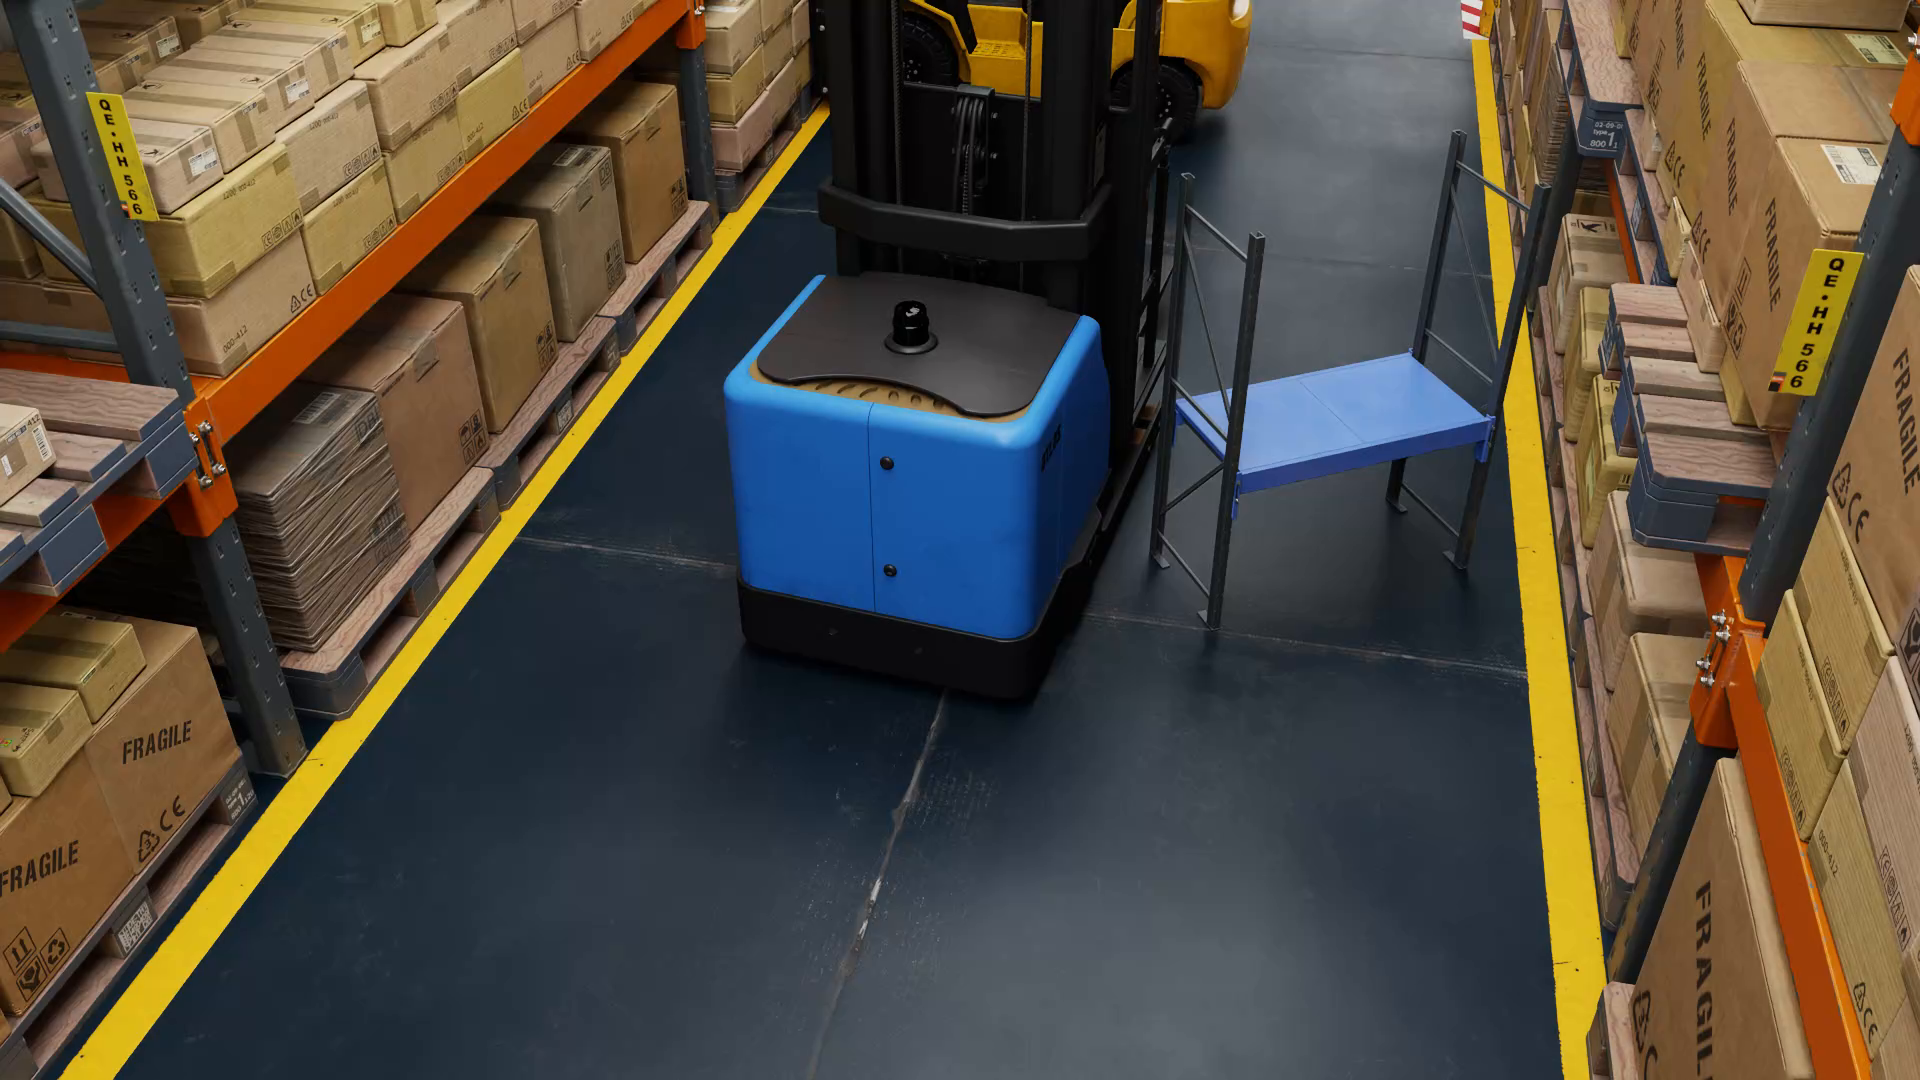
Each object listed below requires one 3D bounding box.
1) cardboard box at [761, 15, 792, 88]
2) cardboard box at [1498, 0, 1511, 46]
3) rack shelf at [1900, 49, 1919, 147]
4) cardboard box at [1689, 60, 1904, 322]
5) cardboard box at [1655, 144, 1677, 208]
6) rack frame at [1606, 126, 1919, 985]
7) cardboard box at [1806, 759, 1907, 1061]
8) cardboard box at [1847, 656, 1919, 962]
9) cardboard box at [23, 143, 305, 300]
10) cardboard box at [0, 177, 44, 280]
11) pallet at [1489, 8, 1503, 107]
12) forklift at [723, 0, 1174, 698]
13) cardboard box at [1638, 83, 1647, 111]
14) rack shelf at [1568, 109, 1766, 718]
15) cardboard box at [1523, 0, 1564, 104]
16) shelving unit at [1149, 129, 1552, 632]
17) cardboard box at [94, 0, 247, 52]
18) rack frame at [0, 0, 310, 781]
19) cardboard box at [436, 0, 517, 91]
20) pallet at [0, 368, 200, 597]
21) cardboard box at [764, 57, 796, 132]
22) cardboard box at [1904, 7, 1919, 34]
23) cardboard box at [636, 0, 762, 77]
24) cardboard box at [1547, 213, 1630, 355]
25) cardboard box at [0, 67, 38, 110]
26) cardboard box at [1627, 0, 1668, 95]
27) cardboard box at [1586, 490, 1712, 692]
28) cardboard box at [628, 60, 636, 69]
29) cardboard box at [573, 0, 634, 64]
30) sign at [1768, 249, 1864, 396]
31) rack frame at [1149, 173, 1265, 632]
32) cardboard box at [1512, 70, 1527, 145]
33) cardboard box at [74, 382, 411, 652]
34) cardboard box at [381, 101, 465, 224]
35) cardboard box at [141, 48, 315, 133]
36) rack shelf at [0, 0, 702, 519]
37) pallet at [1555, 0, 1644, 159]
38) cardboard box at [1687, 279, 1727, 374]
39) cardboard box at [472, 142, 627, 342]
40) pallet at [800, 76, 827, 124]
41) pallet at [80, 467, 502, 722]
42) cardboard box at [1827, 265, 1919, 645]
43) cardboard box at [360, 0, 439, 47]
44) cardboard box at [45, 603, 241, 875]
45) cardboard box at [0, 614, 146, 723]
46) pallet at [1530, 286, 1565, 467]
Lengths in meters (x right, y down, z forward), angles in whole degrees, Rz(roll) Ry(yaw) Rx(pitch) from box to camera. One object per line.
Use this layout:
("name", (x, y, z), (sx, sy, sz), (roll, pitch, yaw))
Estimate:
("cardboard box", (-1.213, -2.638, 8.893), (0.500, 0.250, 0.500), (7, 37, 10))
("cardboard box", (3.538, -3.154, 10.030), (0.500, 0.250, 0.500), (7, 37, 10))
("rack shelf", (1.844, 0.285, 1.358), (1.077, 0.370, 4.000), (7, 37, 10))
("cardboard box", (2.197, -0.863, 4.188), (0.500, 0.500, 0.500), (7, 36, 9))
("cardboard box", (2.365, -1.122, 5.099), (0.380, 0.149, 0.250), (6, 36, 8))
("rack frame", (2.272, 0.062, 3.609), (1.000, 3.000, 0.127), (7, 37, 10))
("cardboard box", (1.829, 0.668, 2.900), (0.500, 0.250, 0.500), (6, 36, 9))
("cardboard box", (1.811, 0.476, 2.739), (0.500, 0.250, 0.500), (8, 37, 11))
("cardboard box", (-2.220, -0.921, 4.666), (0.500, 0.250, 0.500), (7, 37, 10))
("cardboard box", (-2.754, -0.992, 4.765), (0.500, 0.250, 0.500), (8, 37, 11))
("pallet", (3.756, -2.891, 10.059), (1.003, 0.211, 1.213), (7, 37, 10))
("forklift", (0.196, -1.535, 5.871), (1.130, 2.935, 3.031), (11, 37, 15))
("cardboard box", (2.556, -1.566, 5.711), (0.380, 0.149, 0.250), (8, 37, 11))
("rack shelf", (2.699, -0.794, 5.402), (1.077, 0.370, 4.000), (7, 37, 10))
("cardboard box", (3.205, -2.549, 8.557), (0.500, 0.500, 0.500), (9, 37, 12))
("shelving unit", (1.282, -0.531, 5.705), (1.048, 1.500, 0.538), (-12, 38, -17))
("cardboard box", (-2.529, -1.668, 5.357), (0.380, 0.149, 0.250), (7, 37, 10))
("rack frame", (-2.578, -0.558, 4.464), (1.000, 3.000, 0.127), (7, 37, 10))
("cardboard box", (-1.923, -1.805, 5.886), (0.500, 0.250, 0.500), (8, 37, 11))
("pallet", (-2.655, -0.083, 3.972), (1.213, 0.211, 1.003), (7, 37, 10))
("cardboard box", (-1.204, -2.437, 9.042), (0.500, 0.250, 0.500), (7, 36, 9))
("cardboard box", (2.805, -1.103, 4.520), (0.500, 0.500, 0.500), (8, 37, 11))
("cardboard box", (-1.314, -2.551, 8.347), (0.500, 0.250, 0.500), (7, 36, 9))
("cardboard box", (3.016, -1.037, 7.006), (0.950, 0.372, 0.625), (8, 37, 11))
("cardboard box", (-2.760, -1.237, 4.763), (0.380, 0.149, 0.250), (8, 37, 11))
("cardboard box", (2.520, -1.761, 5.427), (0.500, 0.500, 0.500), (7, 37, 10))
("cardboard box", (2.552, 0.209, 5.287), (0.950, 0.372, 0.625), (7, 36, 9))
("cardboard box", (-1.808, -2.620, 8.441), (0.500, 0.250, 0.500), (8, 37, 11))
("cardboard box", (-1.678, -2.180, 6.830), (0.500, 0.250, 0.500), (7, 37, 10))
("sign", (1.739, -0.438, 3.379), (0.100, 0.325, 0.005), (7, 37, 10))
("rack frame", (0.806, -0.426, 5.560), (0.032, 1.500, 0.500), (-12, 38, -17))
("cardboard box", (3.207, -2.258, 8.795), (0.500, 0.250, 0.500), (8, 37, 11))
("cardboard box", (-2.432, -0.123, 5.529), (0.875, 0.625, 0.625), (8, 37, 11))
("cardboard box", (-2.029, -1.305, 5.623), (0.500, 0.250, 0.500), (6, 36, 8))
("cardboard box", (-2.137, -1.311, 4.865), (0.380, 0.149, 0.250), (8, 37, 11))
("rack shelf", (-2.151, -1.414, 6.258), (1.077, 0.370, 4.000), (7, 37, 10))
("pallet", (2.821, -1.734, 6.250), (1.003, 0.211, 1.213), (7, 37, 10))
("cardboard box", (2.108, -0.537, 4.291), (0.380, 0.149, 0.250), (7, 37, 10))
("cardboard box", (-1.998, -1.316, 7.175), (0.875, 0.625, 0.625), (7, 37, 9))
("pallet", (-1.255, -2.875, 10.037), (1.003, 0.211, 1.213), (7, 37, 10))
("pallet", (-2.364, 0.104, 5.927), (1.003, 0.211, 1.213), (7, 37, 10))
("cardboard box", (1.927, -0.132, 2.938), (0.500, 0.500, 0.500), (6, 36, 8))
("cardboard box", (-1.957, -1.749, 5.469), (0.380, 0.149, 0.250), (8, 37, 11))
("cardboard box", (-2.459, 0.553, 4.703), (0.500, 0.500, 0.500), (8, 37, 11))
("cardboard box", (-2.436, 0.336, 4.450), (0.380, 0.149, 0.250), (6, 36, 8))
("pallet", (2.961, -0.656, 6.975), (1.003, 0.211, 1.213), (7, 37, 10))
